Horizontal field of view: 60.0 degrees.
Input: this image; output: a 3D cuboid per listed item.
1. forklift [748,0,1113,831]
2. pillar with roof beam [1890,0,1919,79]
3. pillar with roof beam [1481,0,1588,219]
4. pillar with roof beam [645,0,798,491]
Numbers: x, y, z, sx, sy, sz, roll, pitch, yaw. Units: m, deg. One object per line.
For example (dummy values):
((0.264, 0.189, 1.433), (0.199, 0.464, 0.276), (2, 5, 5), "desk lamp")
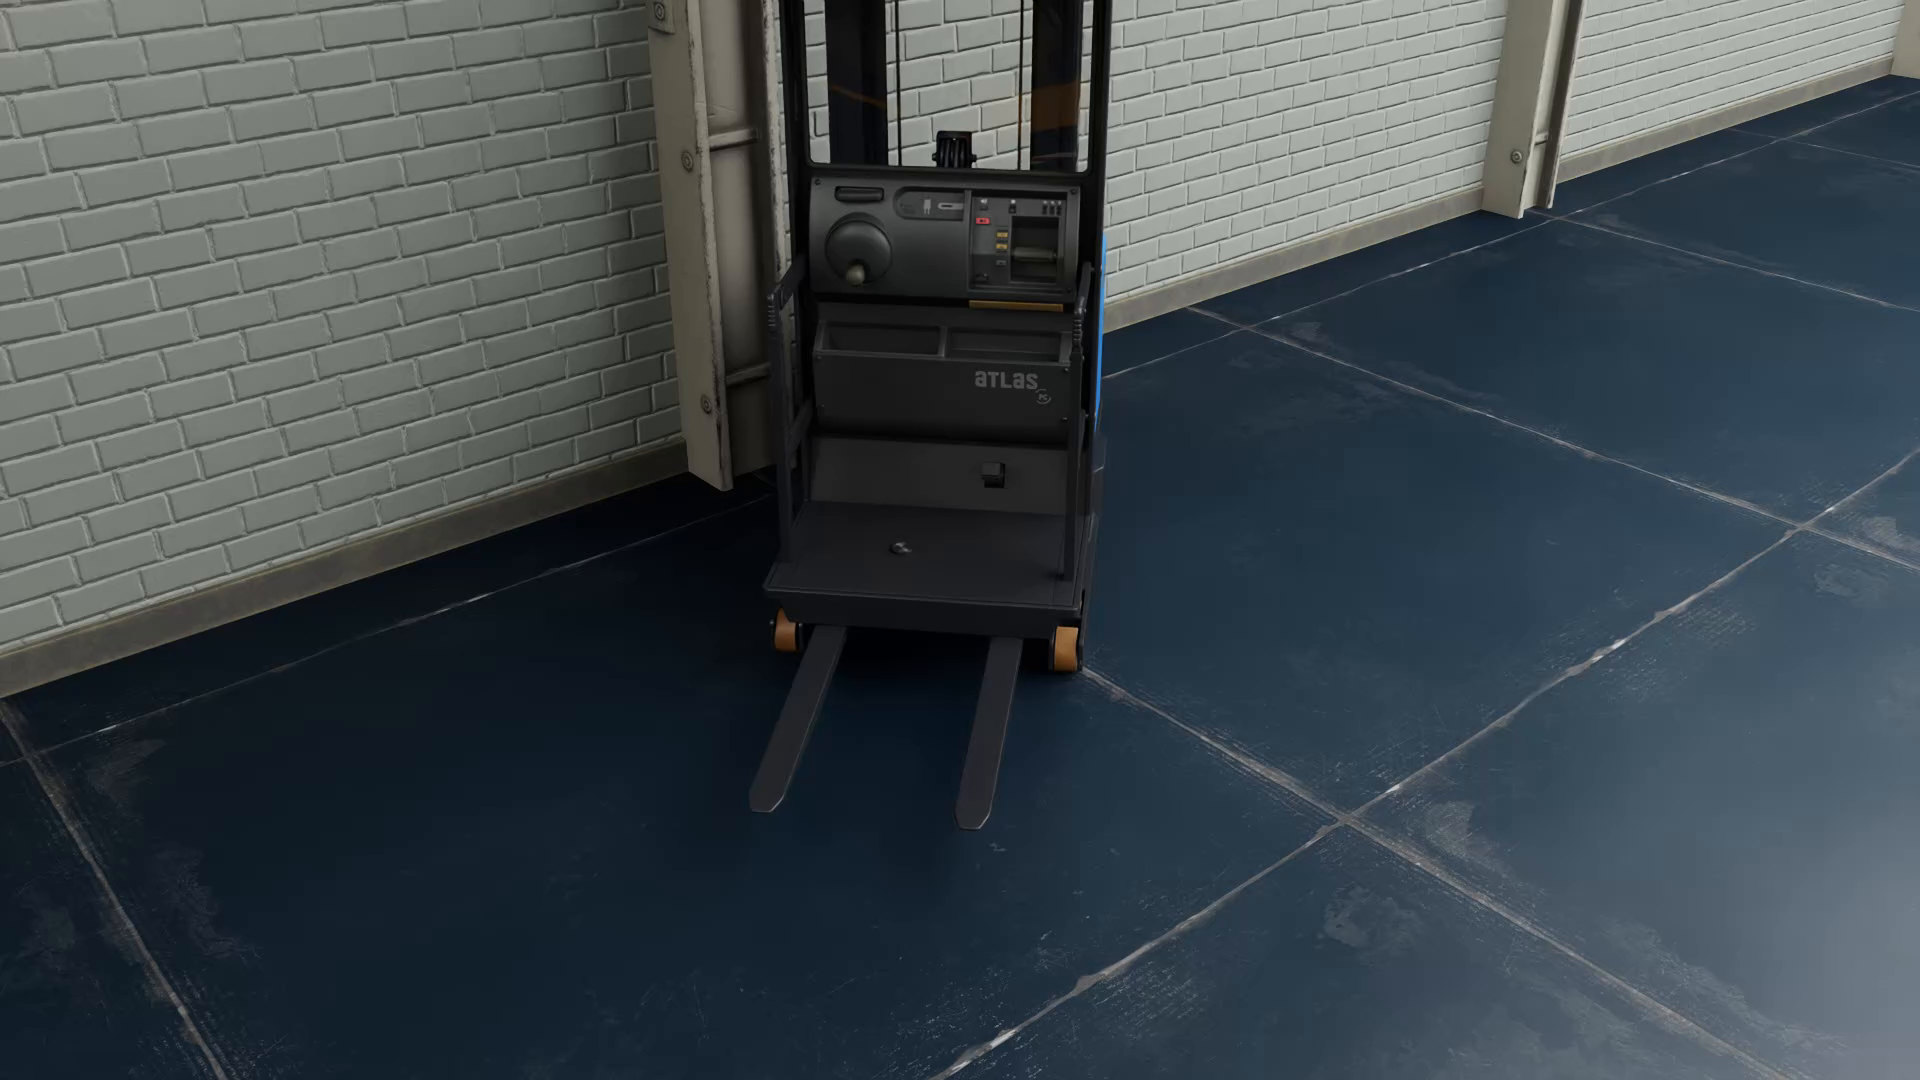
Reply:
((-0.081, -0.999, 5.510), (1.130, 2.935, 3.031), (3, 28, 6), "forklift")
((10.957, -6.419, 9.214), (0.400, 9.000, 9.100), (-22, 35, -35), "pillar with roof beam")
((6.393, -4.584, 5.779), (0.400, 9.000, 9.100), (-22, 35, -35), "pillar with roof beam")
((1.828, -2.748, 2.345), (0.400, 9.000, 9.100), (-22, 35, -35), "pillar with roof beam")
